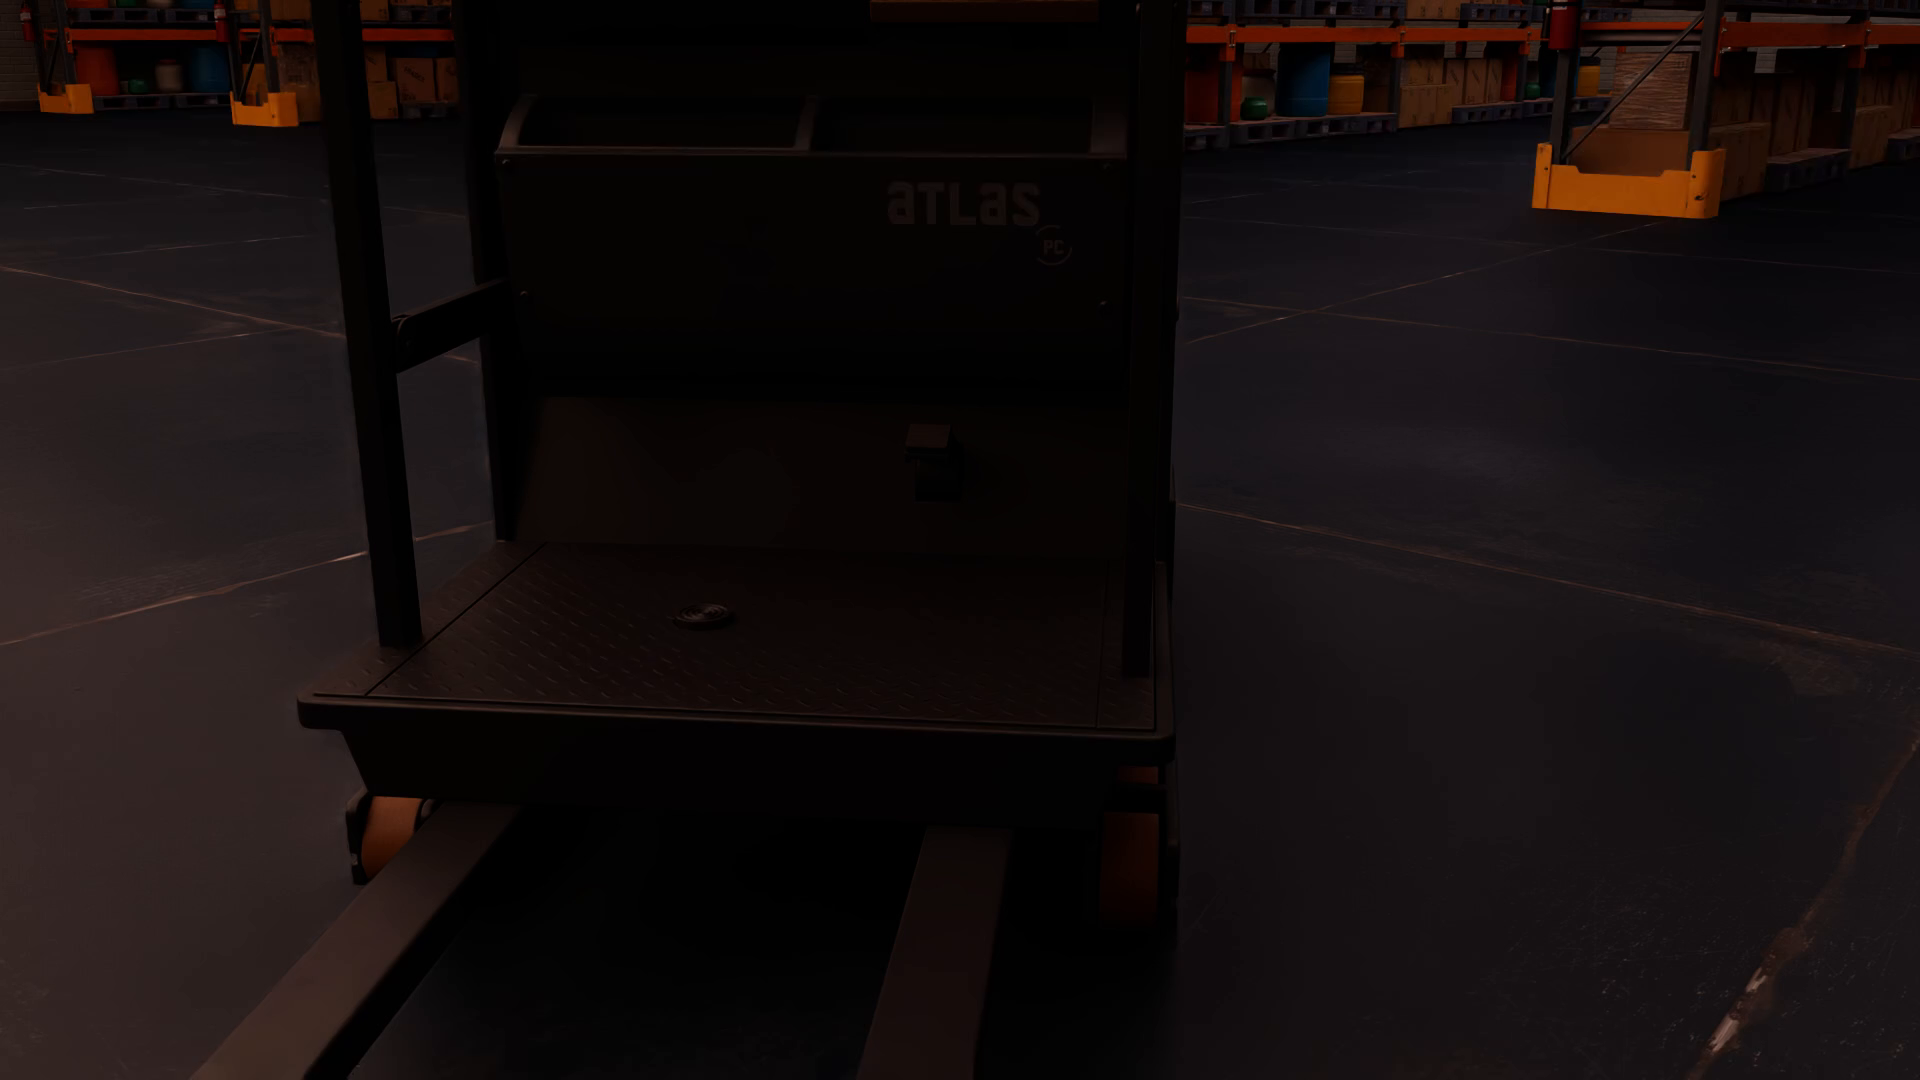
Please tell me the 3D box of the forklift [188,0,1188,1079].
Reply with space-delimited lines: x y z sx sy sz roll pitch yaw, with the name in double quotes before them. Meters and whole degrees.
"forklift" -0.238 -0.982 2.131 1.130 2.935 3.031 2 17 6
